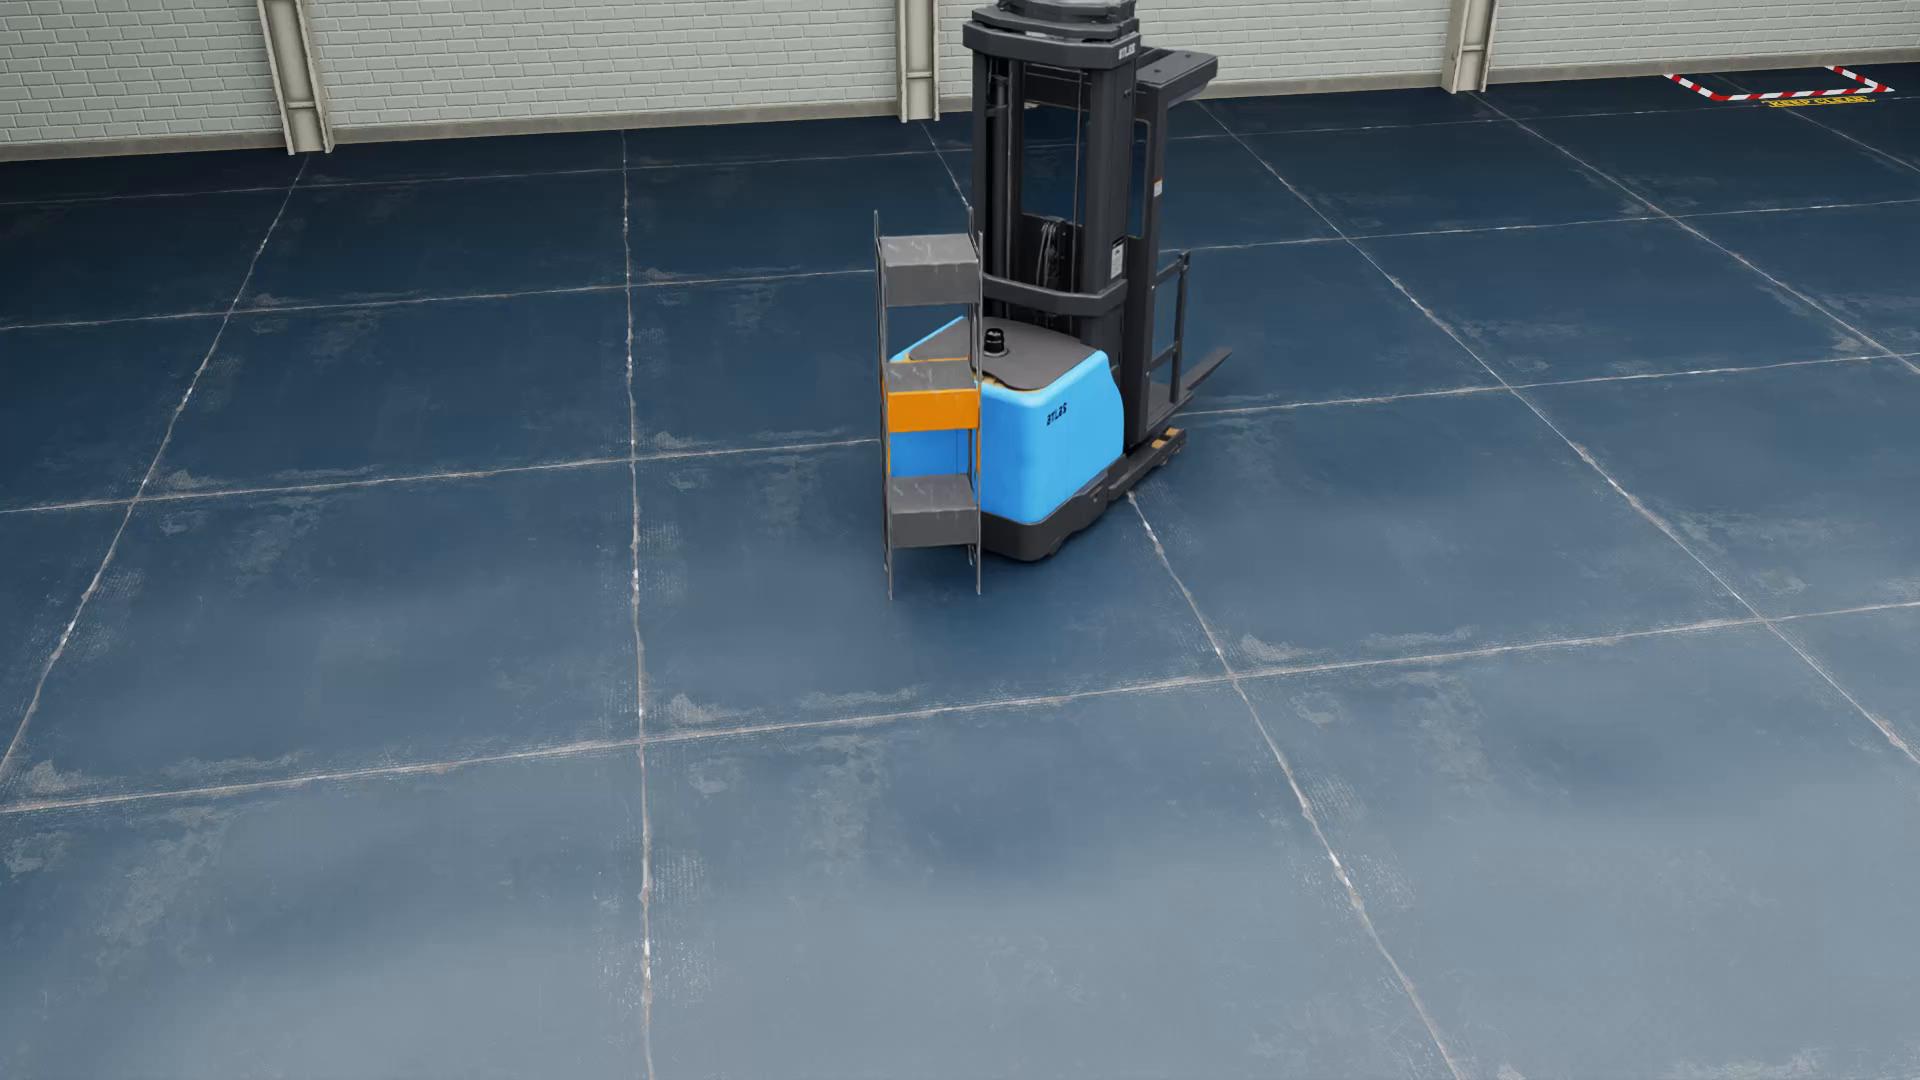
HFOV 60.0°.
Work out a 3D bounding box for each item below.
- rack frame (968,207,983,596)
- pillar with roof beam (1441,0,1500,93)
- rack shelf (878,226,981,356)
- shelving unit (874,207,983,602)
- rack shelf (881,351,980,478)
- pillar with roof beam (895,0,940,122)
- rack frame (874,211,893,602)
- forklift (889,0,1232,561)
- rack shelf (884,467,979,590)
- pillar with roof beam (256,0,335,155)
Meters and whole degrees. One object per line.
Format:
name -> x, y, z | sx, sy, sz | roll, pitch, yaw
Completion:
rack frame -> 0.080, -0.698, 8.865 | 0.015, 2.100, 0.400 | -4, 31, -6
pillar with roof beam -> 6.247, -6.649, 12.180 | 0.400, 9.000, 9.100 | -5, 31, -9
rack shelf -> -0.162, -1.274, 8.491 | 0.480, 0.518, 0.431 | -4, 31, -6
shelving unit -> -0.162, -0.682, 8.839 | 0.503, 2.100, 0.431 | -4, 31, -6
rack shelf -> -0.162, -0.670, 8.846 | 0.480, 0.518, 0.431 | -4, 31, -6
pillar with roof beam -> 0.345, -6.101, 11.248 | 0.400, 9.000, 9.100 | -5, 31, -9
rack frame -> -0.404, -0.667, 8.812 | 0.015, 2.100, 0.400 | -4, 31, -6
forklift -> 0.797, -1.851, 10.006 | 1.130, 2.935, 3.031 | 18, 35, 28
rack shelf -> -0.162, -0.067, 9.200 | 0.480, 0.518, 0.431 | -4, 31, -6
pillar with roof beam -> -5.557, -5.553, 10.316 | 0.400, 9.000, 9.100 | -5, 31, -9
